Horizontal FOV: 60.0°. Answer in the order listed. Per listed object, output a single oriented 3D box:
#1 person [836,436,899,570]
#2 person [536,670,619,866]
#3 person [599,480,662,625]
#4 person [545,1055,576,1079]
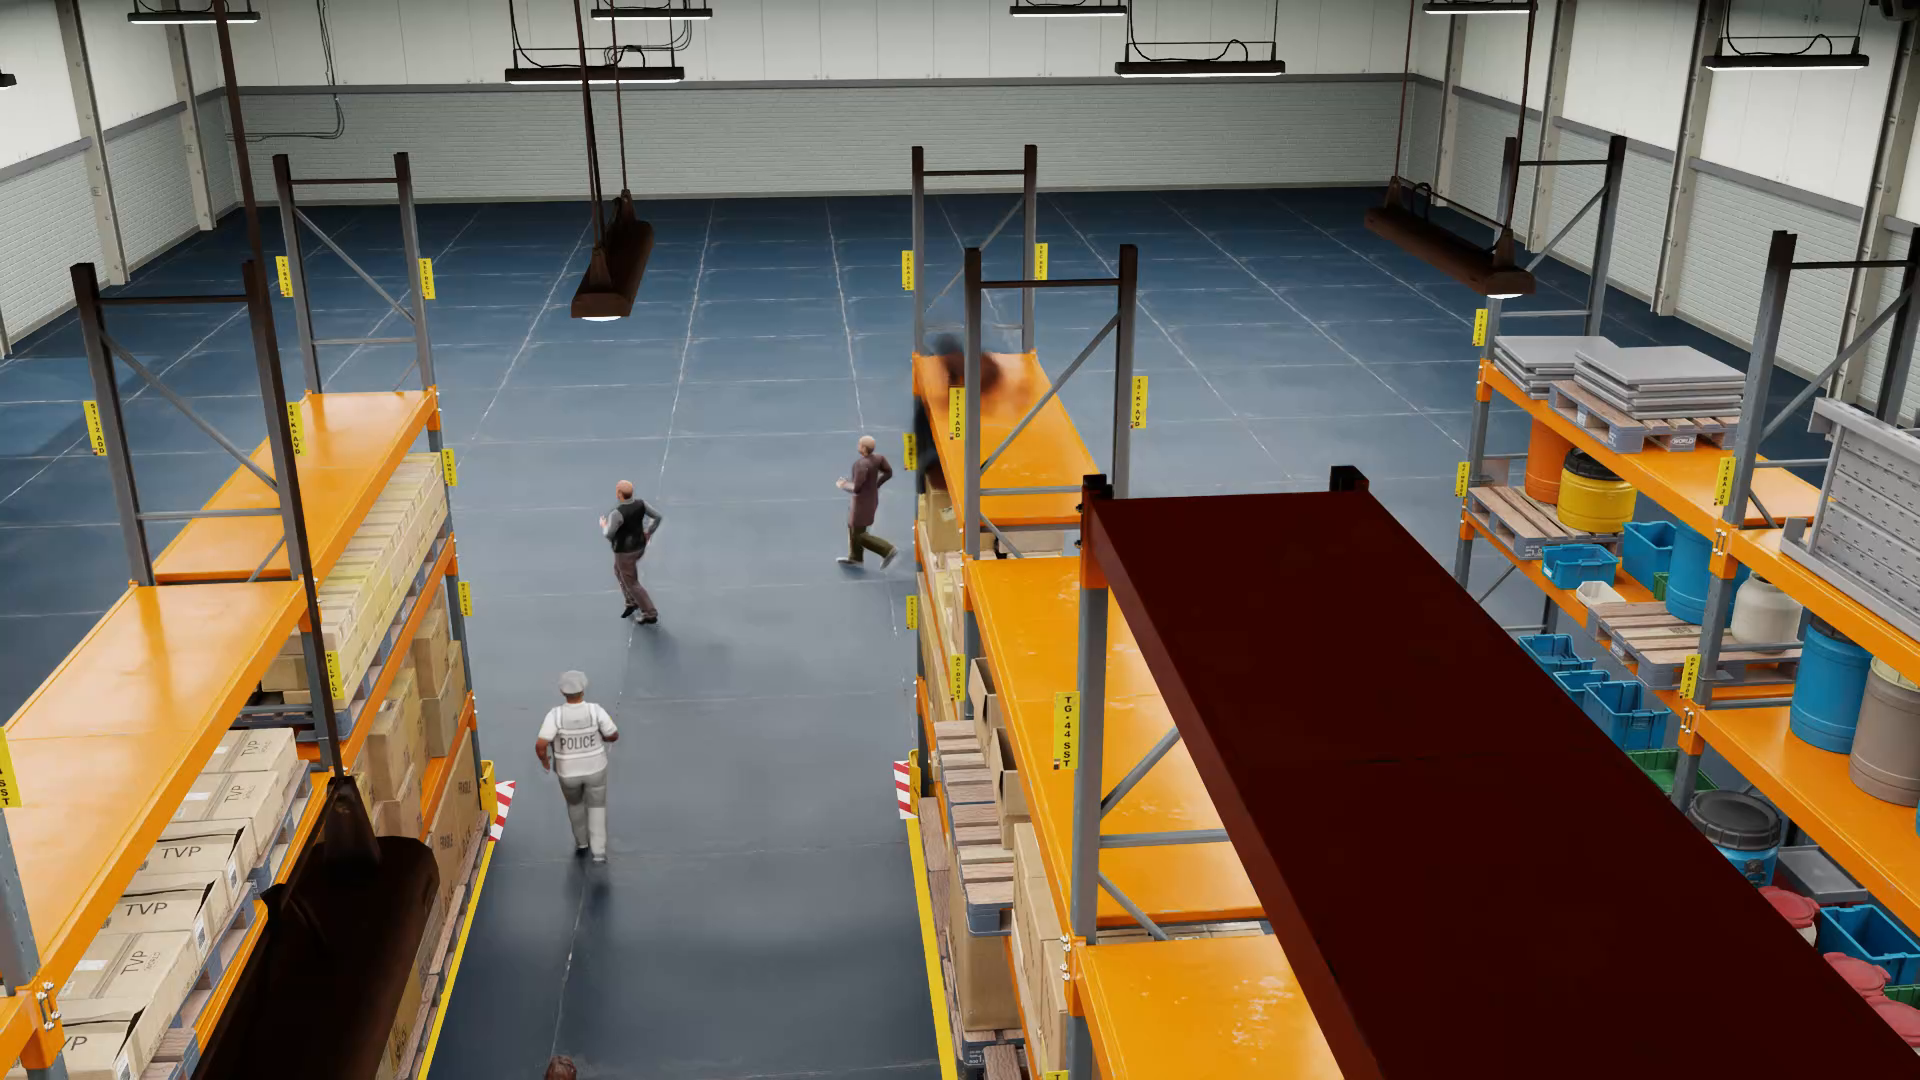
[{"bbox_3d":[-1.135,-0.449,20.404,0.917,1.747,0.720,9,23,21],"label":"person"},{"bbox_3d":[-3.248,1.980,14.242,0.686,1.806,0.867,-4,22,-11],"label":"person"},{"bbox_3d":[-3.763,0.156,18.929,0.752,1.780,0.624,10,24,23],"label":"person"},{"bbox_3d":[-2.317,3.795,9.836,0.591,1.667,0.850,-2,22,-6],"label":"person"}]
